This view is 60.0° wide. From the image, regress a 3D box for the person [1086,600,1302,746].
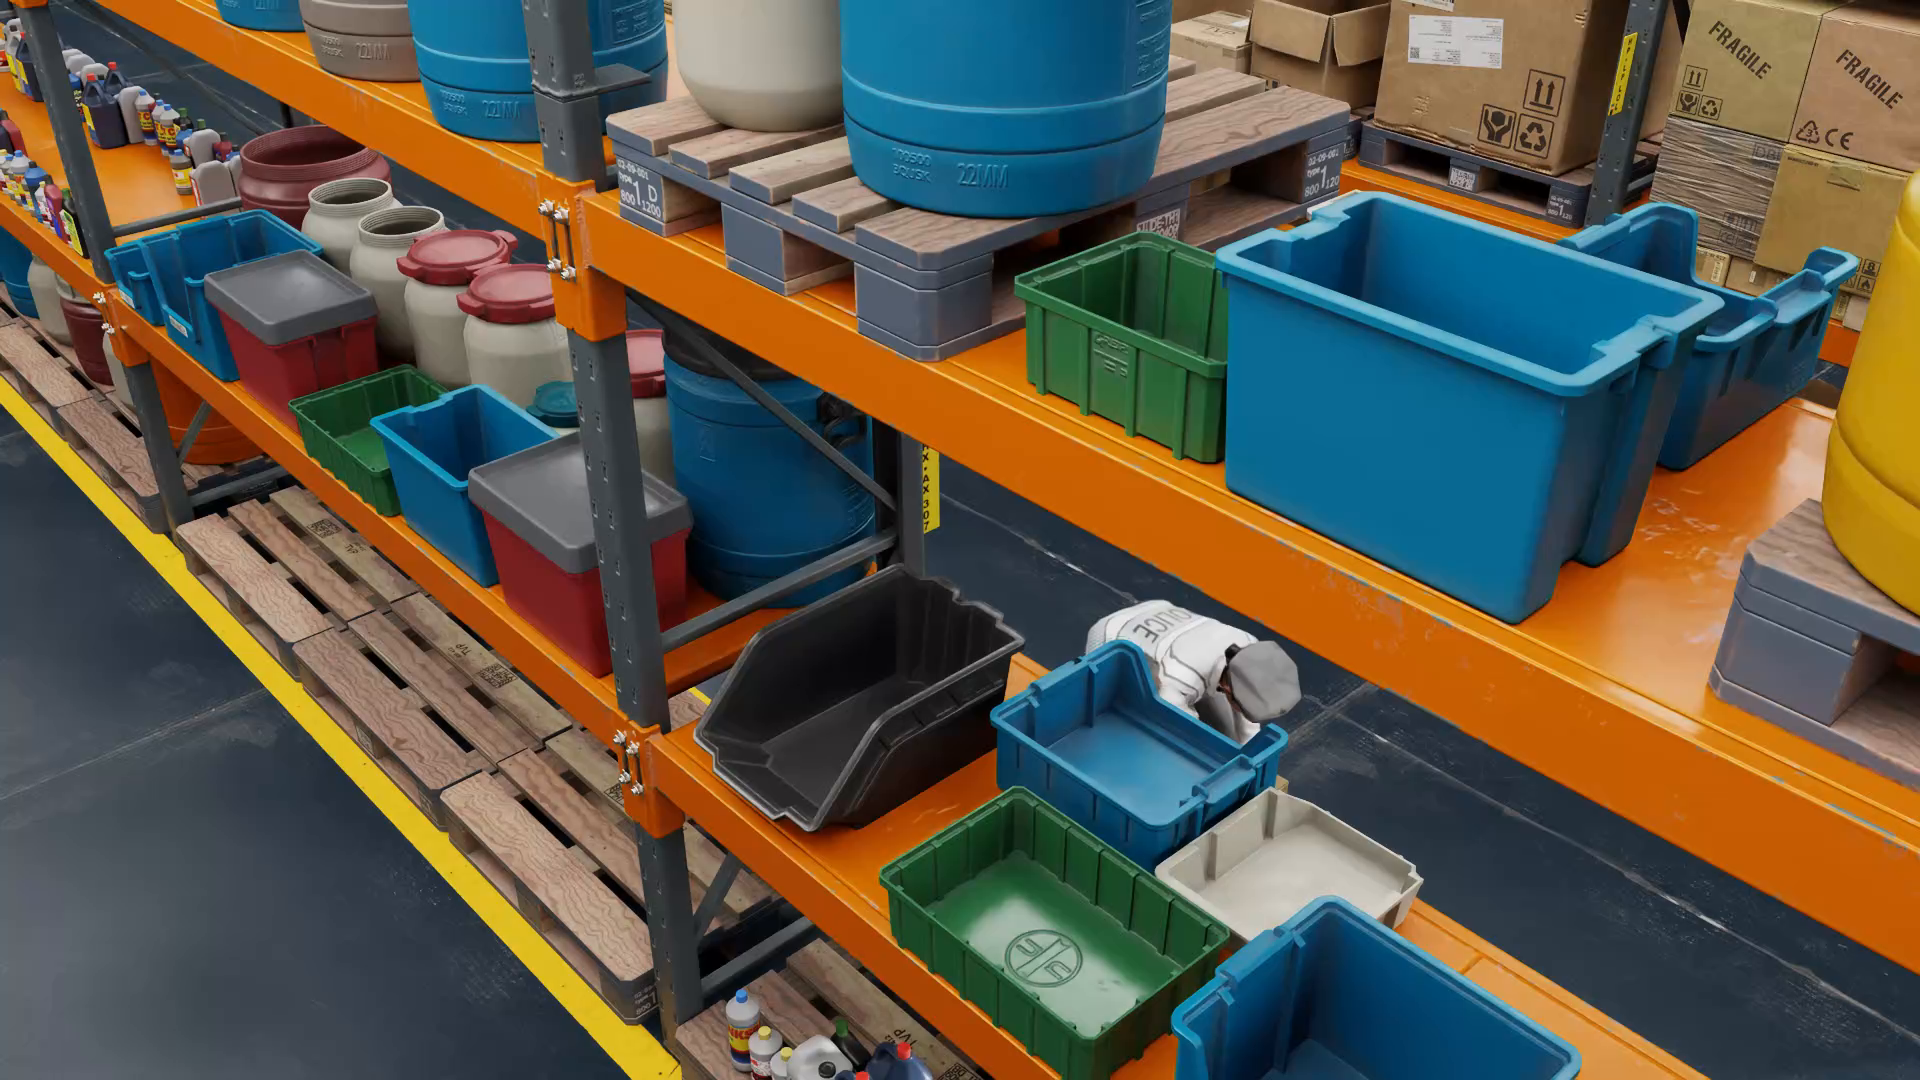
[{"bbox_3d":[0.795,0.624,5.791,0.459,0.976,0.898,-17,36,-25],"label":"person"}]
